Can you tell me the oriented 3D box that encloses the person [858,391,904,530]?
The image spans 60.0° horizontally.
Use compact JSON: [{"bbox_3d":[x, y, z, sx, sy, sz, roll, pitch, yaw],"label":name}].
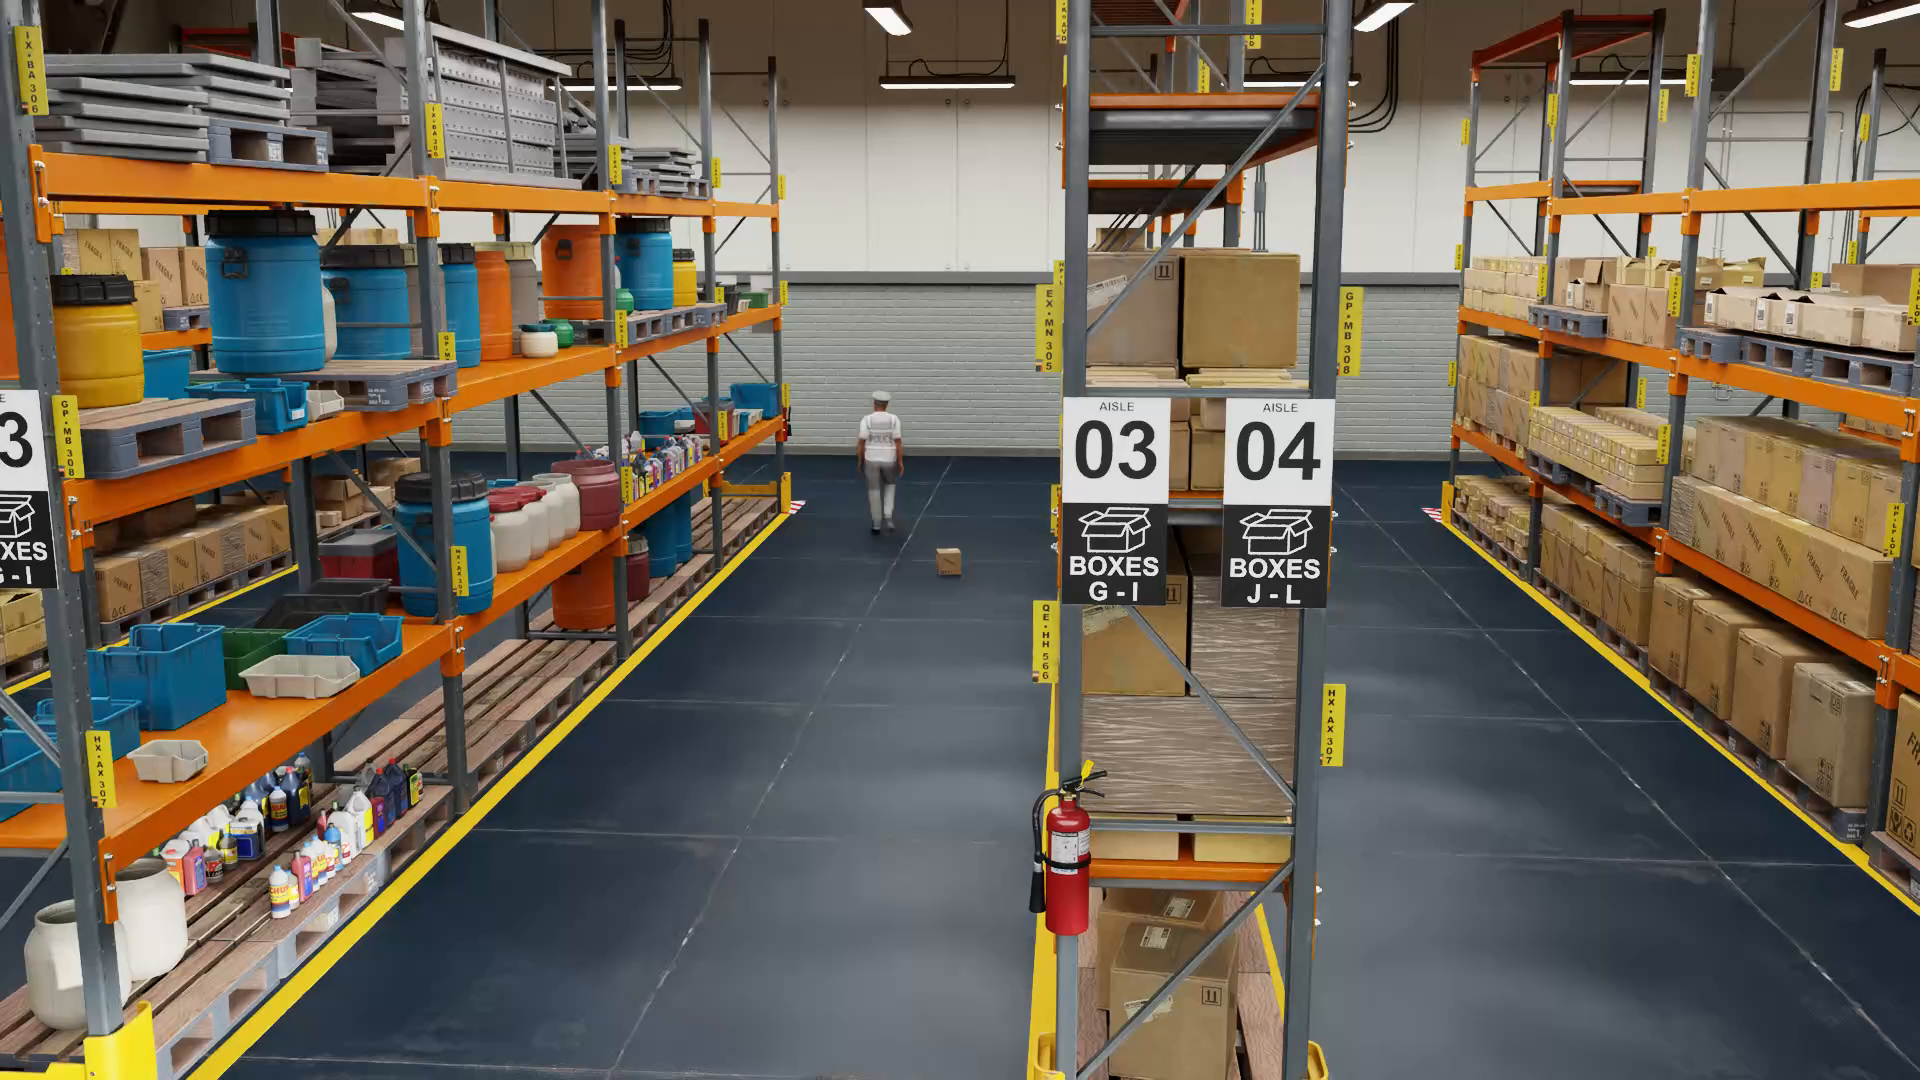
[{"bbox_3d":[-1.023,-0.989,21.171,0.573,1.828,0.487,-2,11,-10],"label":"person"}]
